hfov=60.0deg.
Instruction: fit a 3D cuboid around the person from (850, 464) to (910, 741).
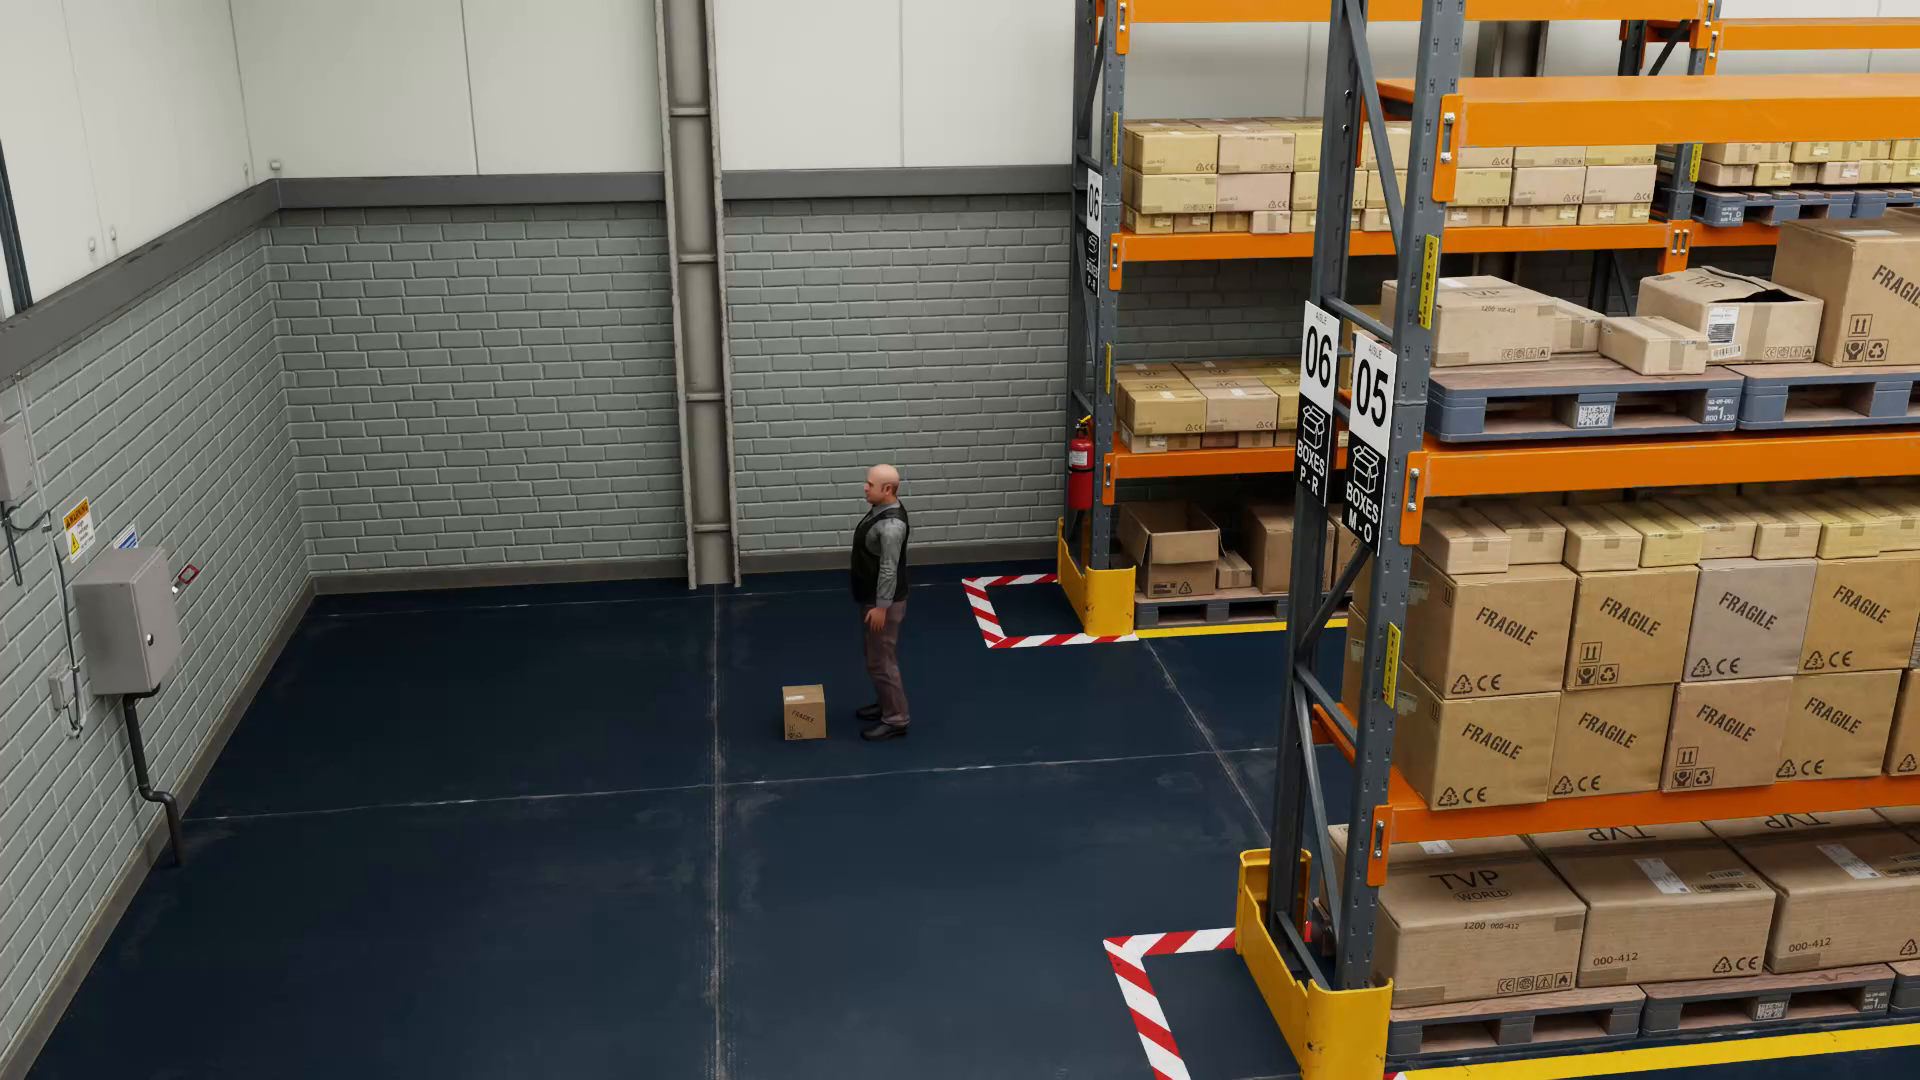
[{"bbox_3d":[-0.483,0.367,10.113,0.359,1.723,0.531,-2,20,-6],"label":"person"}]
